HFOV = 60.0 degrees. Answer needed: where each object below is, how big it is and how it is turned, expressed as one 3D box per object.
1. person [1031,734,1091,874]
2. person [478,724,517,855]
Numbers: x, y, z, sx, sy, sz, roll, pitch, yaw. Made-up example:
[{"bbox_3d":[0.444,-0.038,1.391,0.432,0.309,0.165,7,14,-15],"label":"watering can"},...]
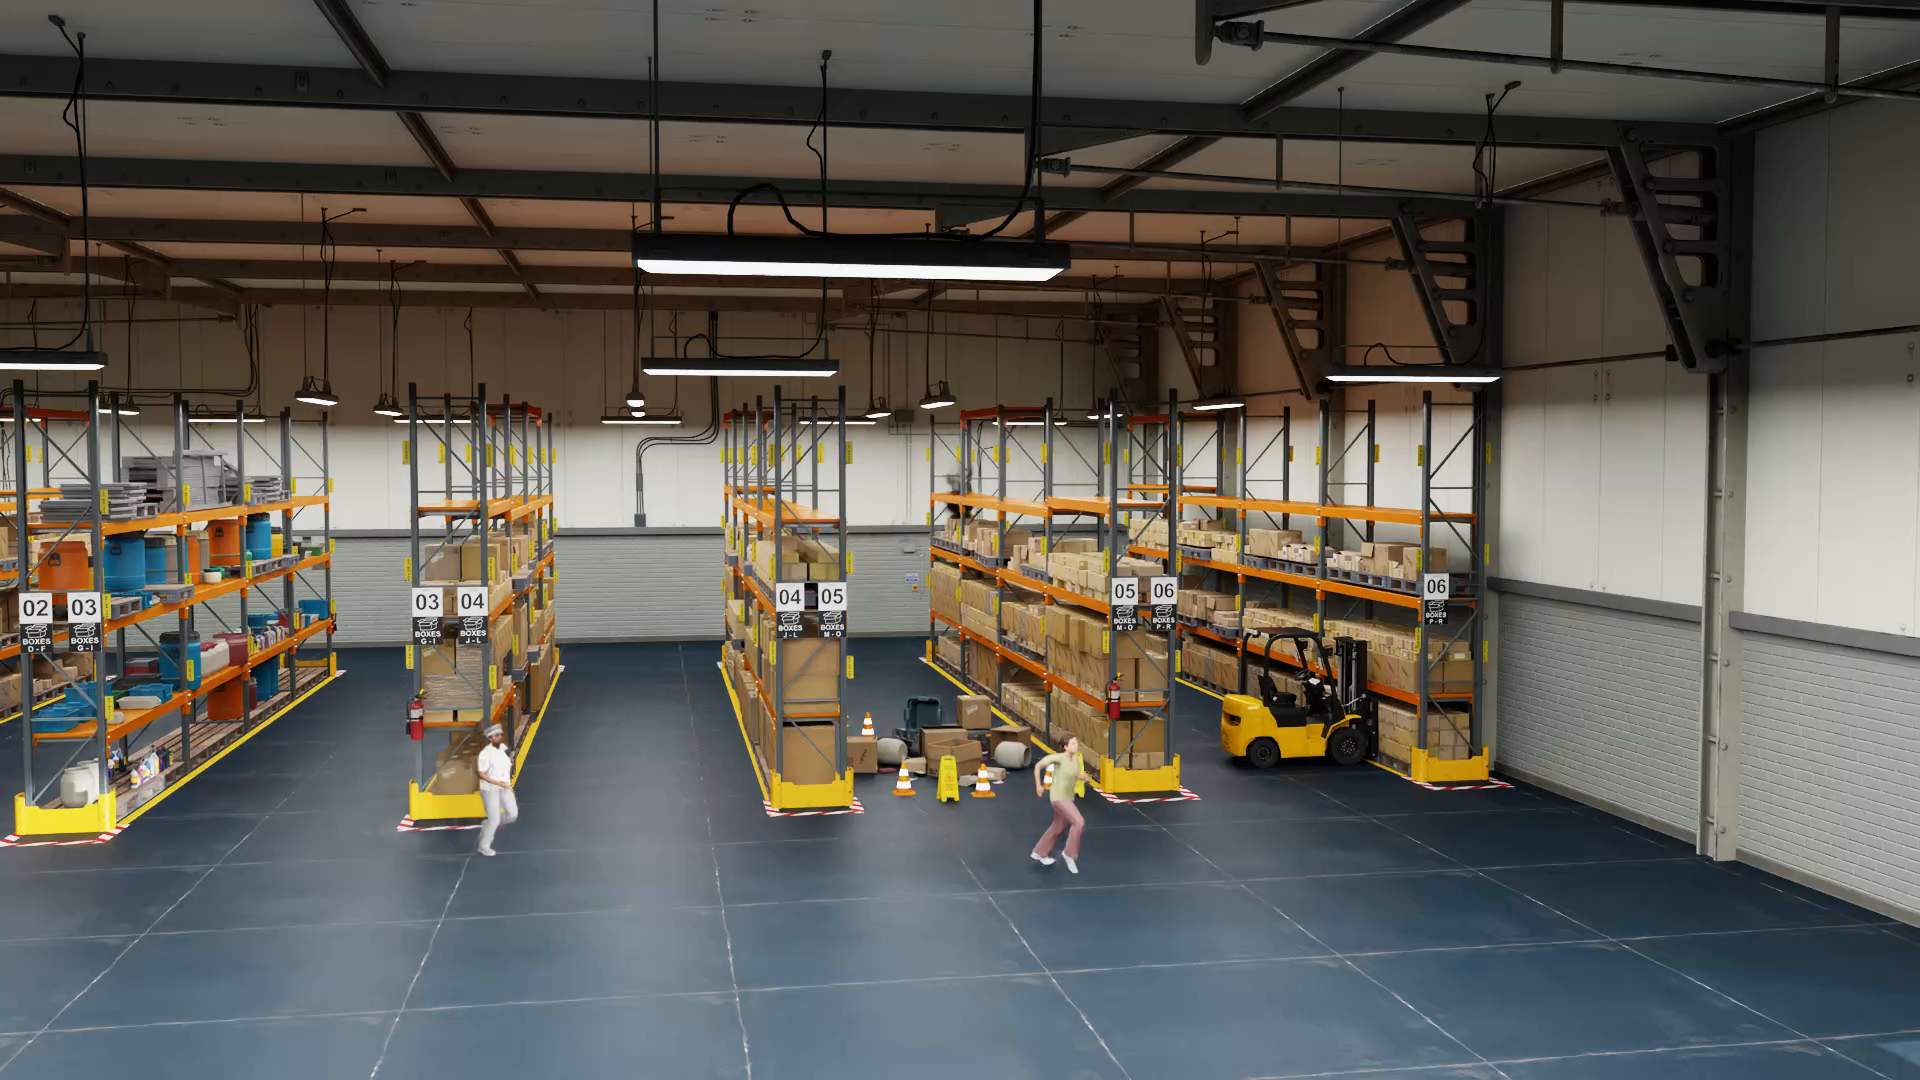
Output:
[{"bbox_3d":[1.210,3.154,20.024,0.796,1.668,0.602,2,4,37],"label":"person"},{"bbox_3d":[-5.786,3.124,20.880,0.607,1.664,0.607,2,3,31],"label":"person"}]
